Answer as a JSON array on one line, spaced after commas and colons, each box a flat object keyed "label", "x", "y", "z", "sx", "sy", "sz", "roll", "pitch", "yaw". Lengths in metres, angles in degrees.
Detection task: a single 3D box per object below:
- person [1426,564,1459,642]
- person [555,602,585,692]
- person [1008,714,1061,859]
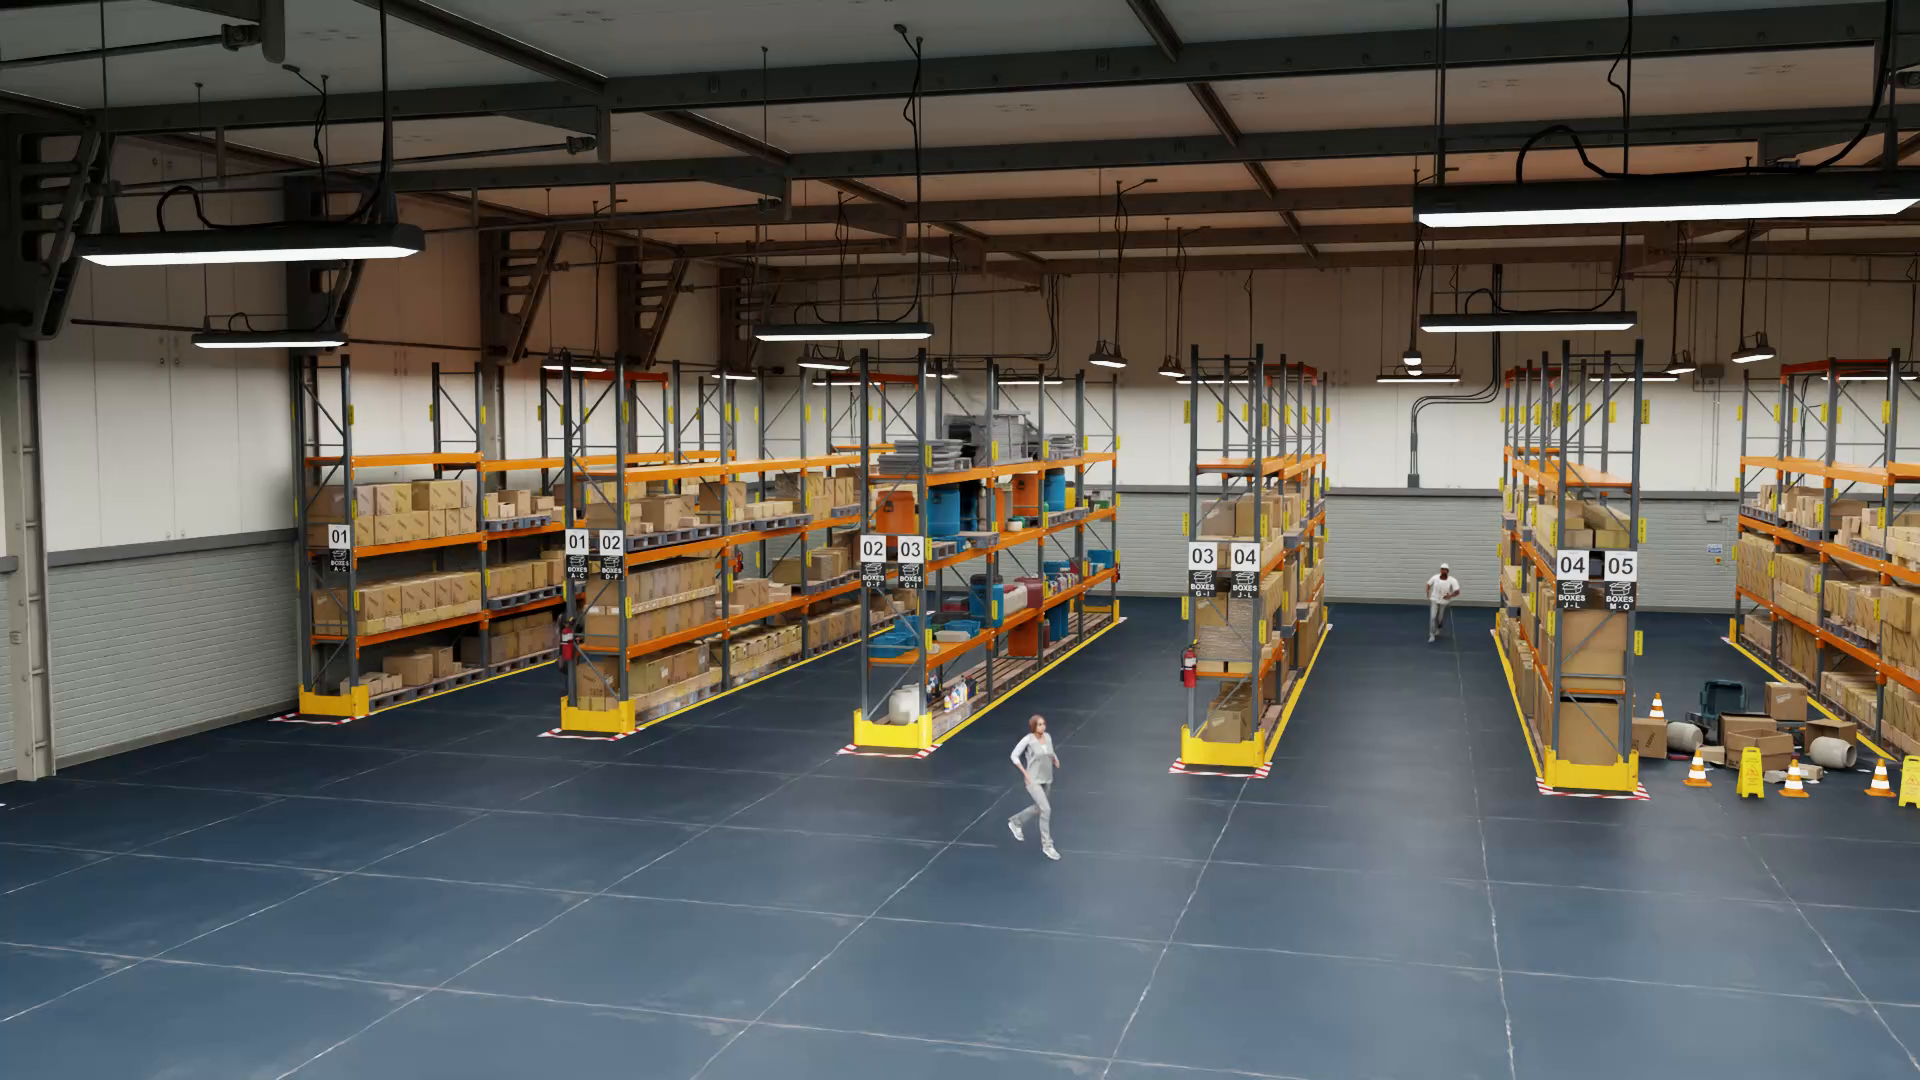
[{"label": "person", "x": 10.730, "y": 1.382, "z": 37.024, "sx": 0.748, "sy": 1.731, "sz": 0.788, "roll": 2, "pitch": 5, "yaw": 28}, {"label": "person", "x": -7.020, "y": 1.914, "z": 30.004, "sx": 0.643, "sy": 1.674, "sz": 0.577, "roll": 0, "pitch": 4, "yaw": 4}, {"label": "person", "x": 0.871, "y": 2.828, "z": 19.031, "sx": 0.526, "sy": 1.512, "sz": 0.815, "roll": -4, "pitch": 6, "yaw": -42}]
